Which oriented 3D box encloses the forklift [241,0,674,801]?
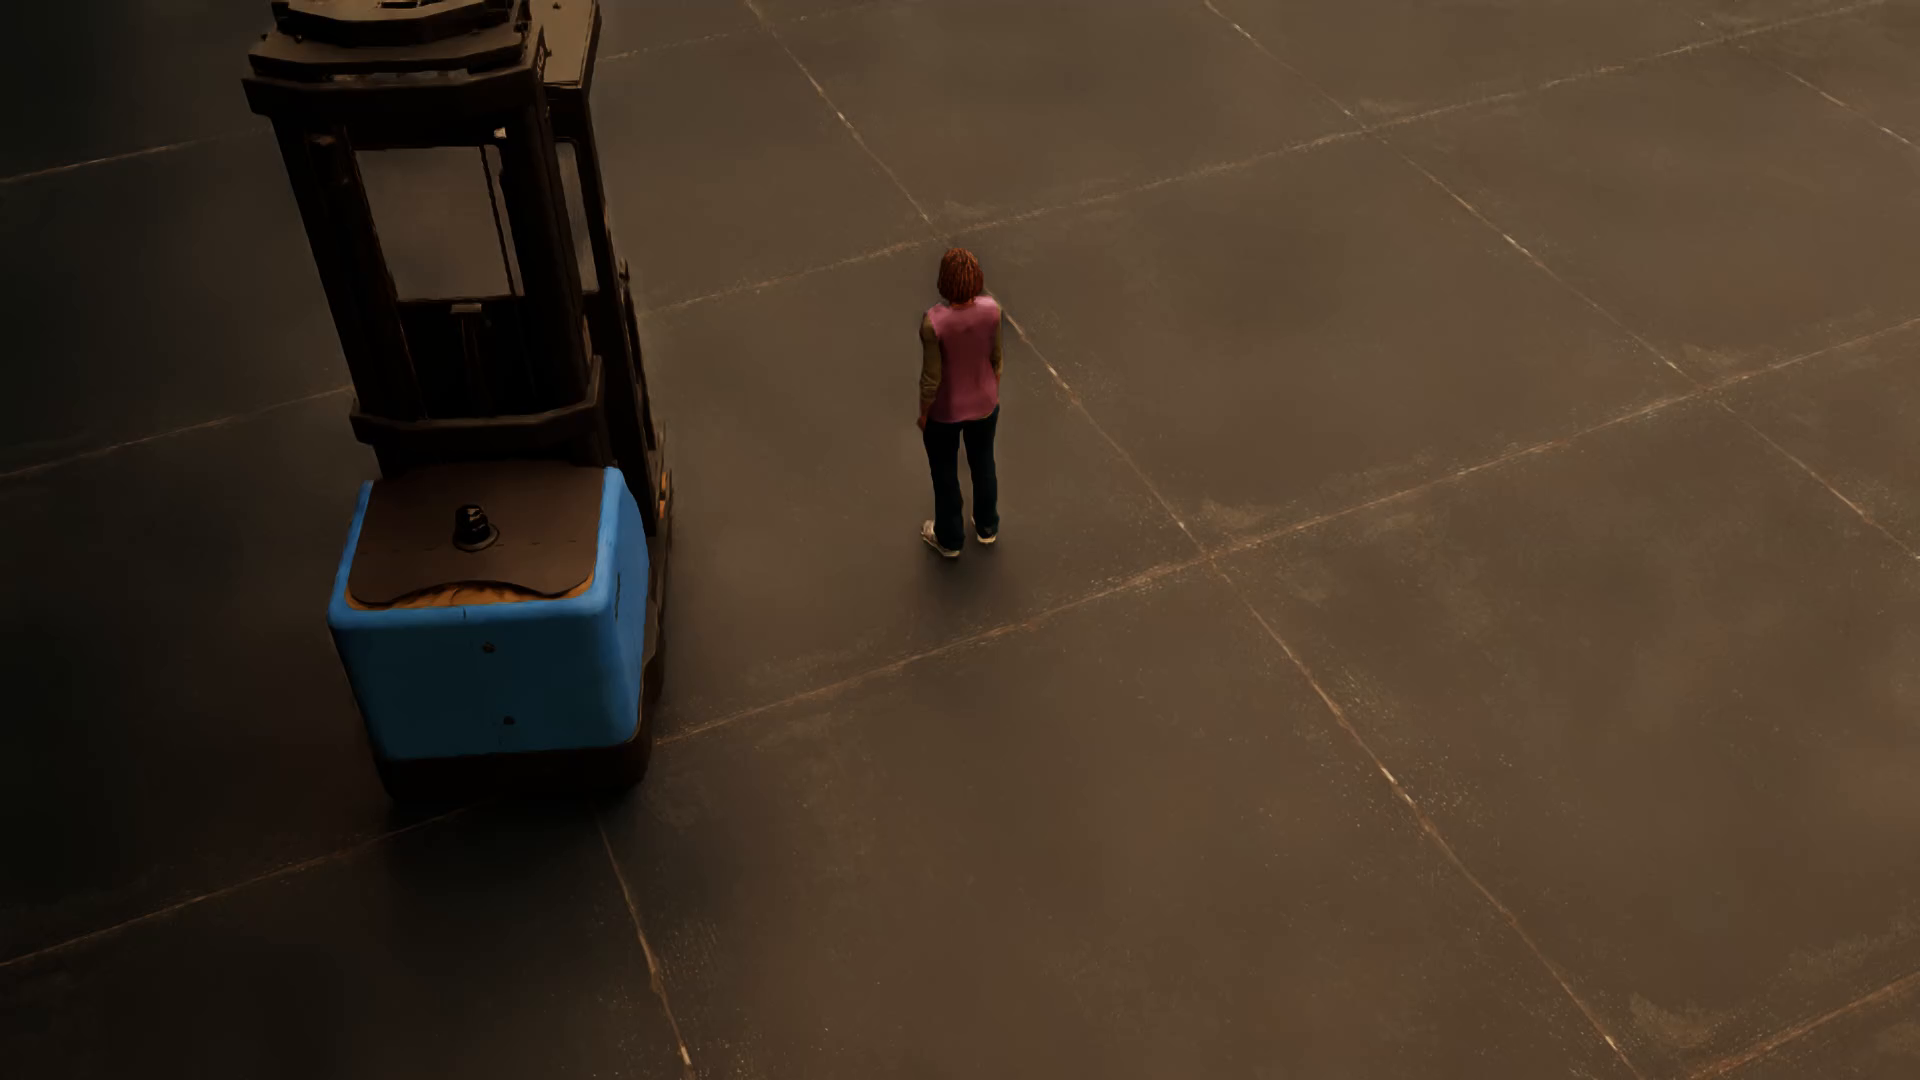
[{"bbox_3d":[-1.908,-1.036,6.790,1.130,2.935,3.031,-3,43,-4],"label":"forklift"}]

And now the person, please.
[{"bbox_3d":[-0.004,-0.591,7.288,0.405,1.604,0.311,-18,46,-18],"label":"person"}]
